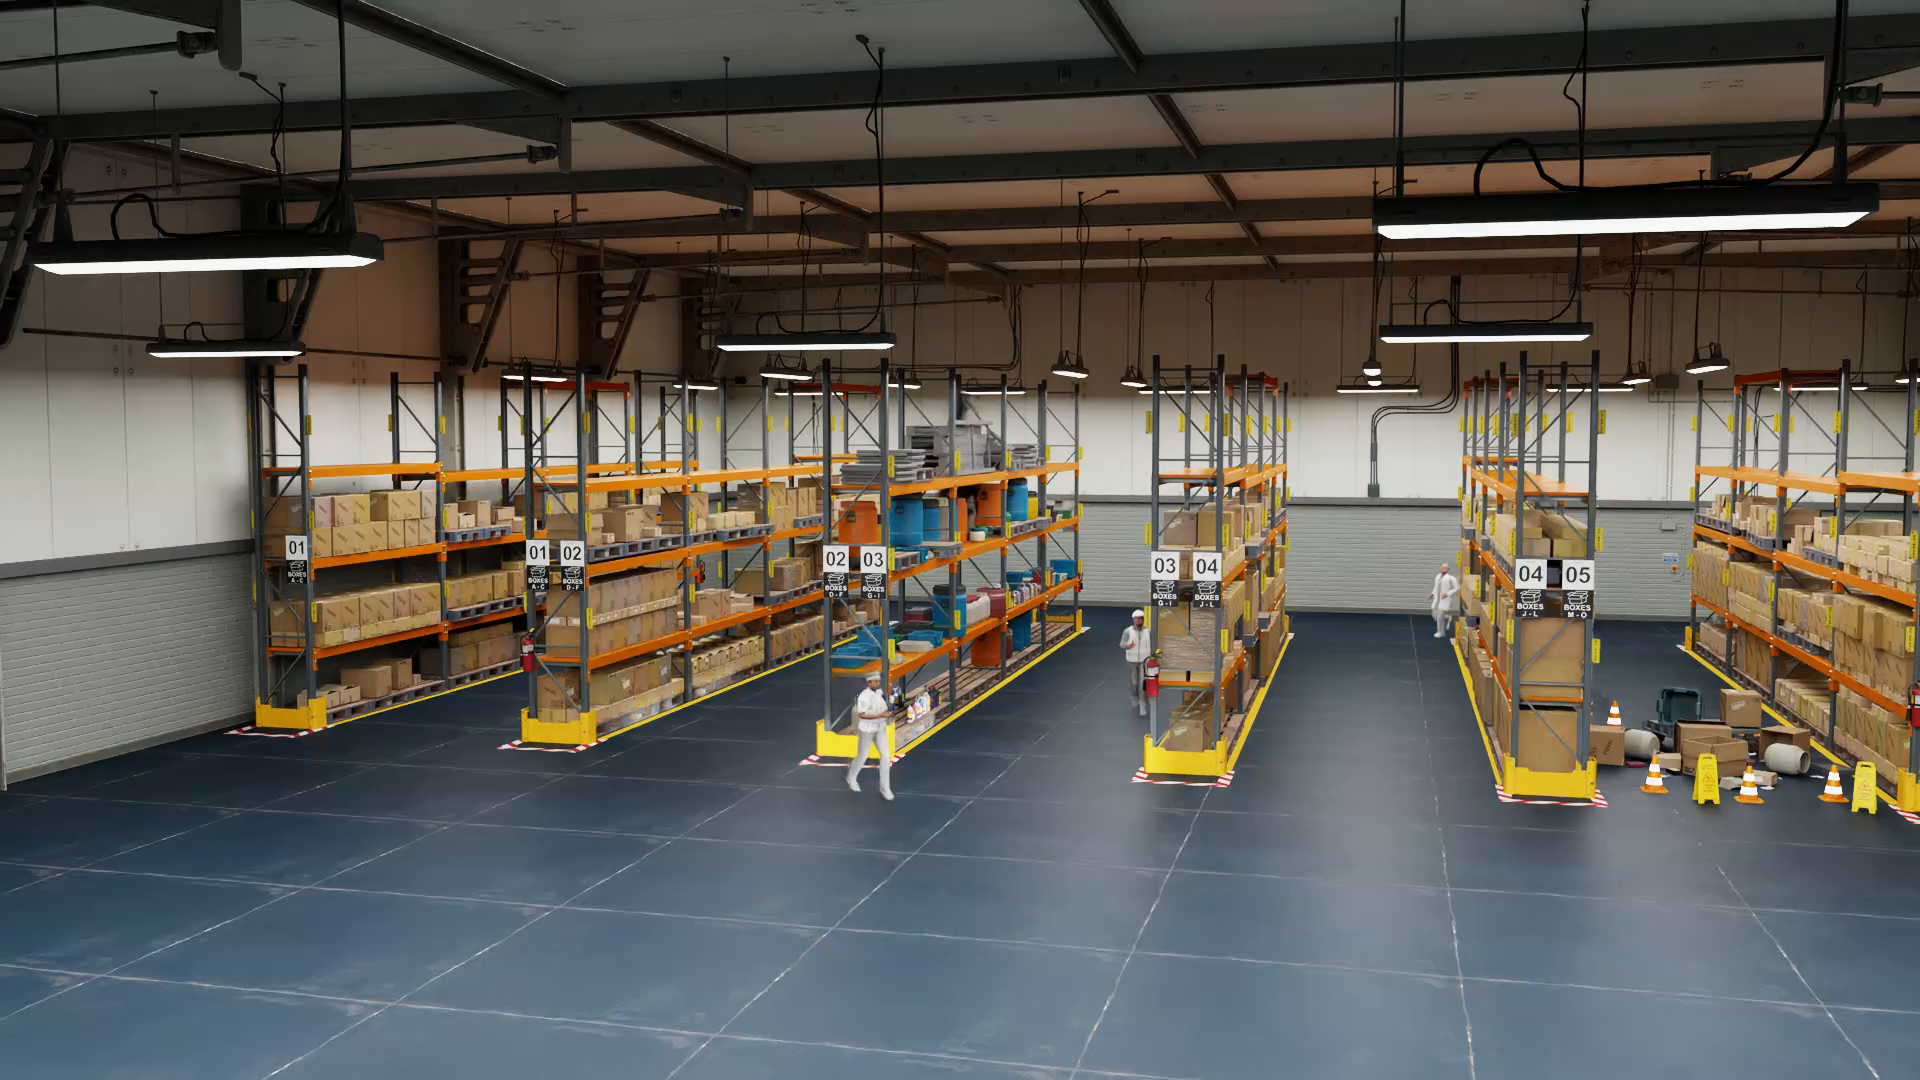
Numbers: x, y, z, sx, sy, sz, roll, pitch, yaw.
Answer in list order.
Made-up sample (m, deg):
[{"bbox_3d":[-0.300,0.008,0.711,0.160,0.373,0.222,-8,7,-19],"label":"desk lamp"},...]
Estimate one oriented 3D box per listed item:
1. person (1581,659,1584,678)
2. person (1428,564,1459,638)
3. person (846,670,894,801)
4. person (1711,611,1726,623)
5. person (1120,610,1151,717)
[{"bbox_3d":[12.027,1.953,32.398,0.557,1.626,0.636,0,4,3],"label":"person"},{"bbox_3d":[11.453,1.412,39.343,0.588,1.702,0.710,-3,5,-33],"label":"person"},{"bbox_3d":[-1.207,2.602,22.403,0.547,1.734,0.865,-4,5,-42],"label":"person"},{"bbox_3d":[17.324,1.589,37.760,0.504,1.619,0.640,2,4,26],"label":"person"},{"bbox_3d":[3.094,2.105,28.832,0.653,1.793,0.902,0,4,5],"label":"person"}]
